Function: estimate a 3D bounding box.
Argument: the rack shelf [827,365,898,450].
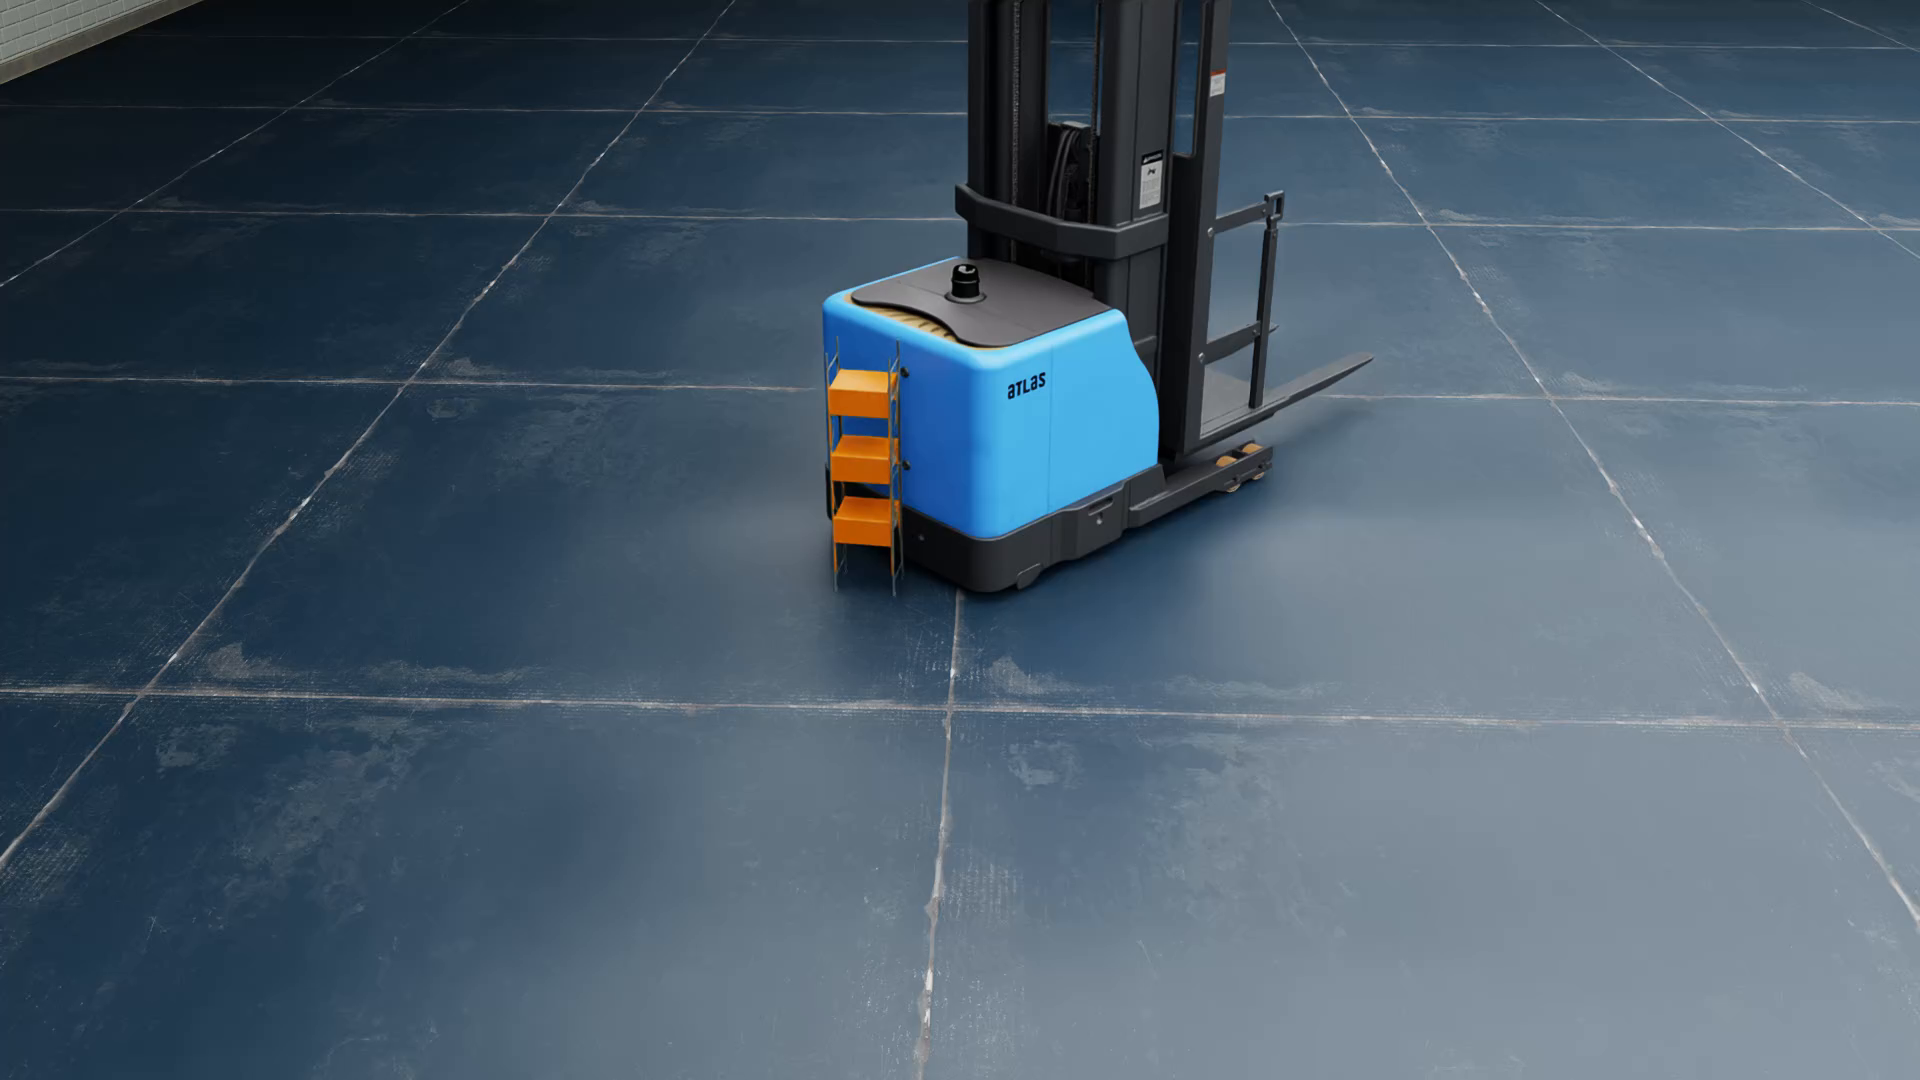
[{"bbox_3d":[-0.376,-0.523,6.533,0.240,0.259,0.215,4,28,8],"label":"rack shelf"}]

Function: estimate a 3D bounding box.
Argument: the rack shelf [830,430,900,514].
[{"bbox_3d":[-0.376,-0.272,6.666,0.240,0.259,0.215,4,28,8],"label":"rack shelf"}]

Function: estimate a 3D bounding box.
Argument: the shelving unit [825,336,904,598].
[{"bbox_3d":[-0.376,-0.282,6.661,0.252,1.050,0.215,4,28,8],"label":"shelving unit"}]

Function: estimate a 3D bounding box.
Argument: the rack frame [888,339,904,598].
[{"bbox_3d":[-0.255,-0.273,6.644,0.008,1.050,0.200,4,28,8],"label":"rack frame"}]

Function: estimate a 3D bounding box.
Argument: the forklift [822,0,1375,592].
[{"bbox_3d":[0.823,-1.669,7.270,3.031,2.935,1.130,-24,36,-38],"label":"forklift"}]

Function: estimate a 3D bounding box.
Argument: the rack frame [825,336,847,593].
[{"bbox_3d":[-0.496,-0.291,6.678,0.008,1.050,0.200,4,28,8],"label":"rack frame"}]

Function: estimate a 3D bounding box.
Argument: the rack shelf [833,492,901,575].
[{"bbox_3d":[-0.376,-0.027,6.796,0.240,0.259,0.215,4,28,8],"label":"rack shelf"}]
